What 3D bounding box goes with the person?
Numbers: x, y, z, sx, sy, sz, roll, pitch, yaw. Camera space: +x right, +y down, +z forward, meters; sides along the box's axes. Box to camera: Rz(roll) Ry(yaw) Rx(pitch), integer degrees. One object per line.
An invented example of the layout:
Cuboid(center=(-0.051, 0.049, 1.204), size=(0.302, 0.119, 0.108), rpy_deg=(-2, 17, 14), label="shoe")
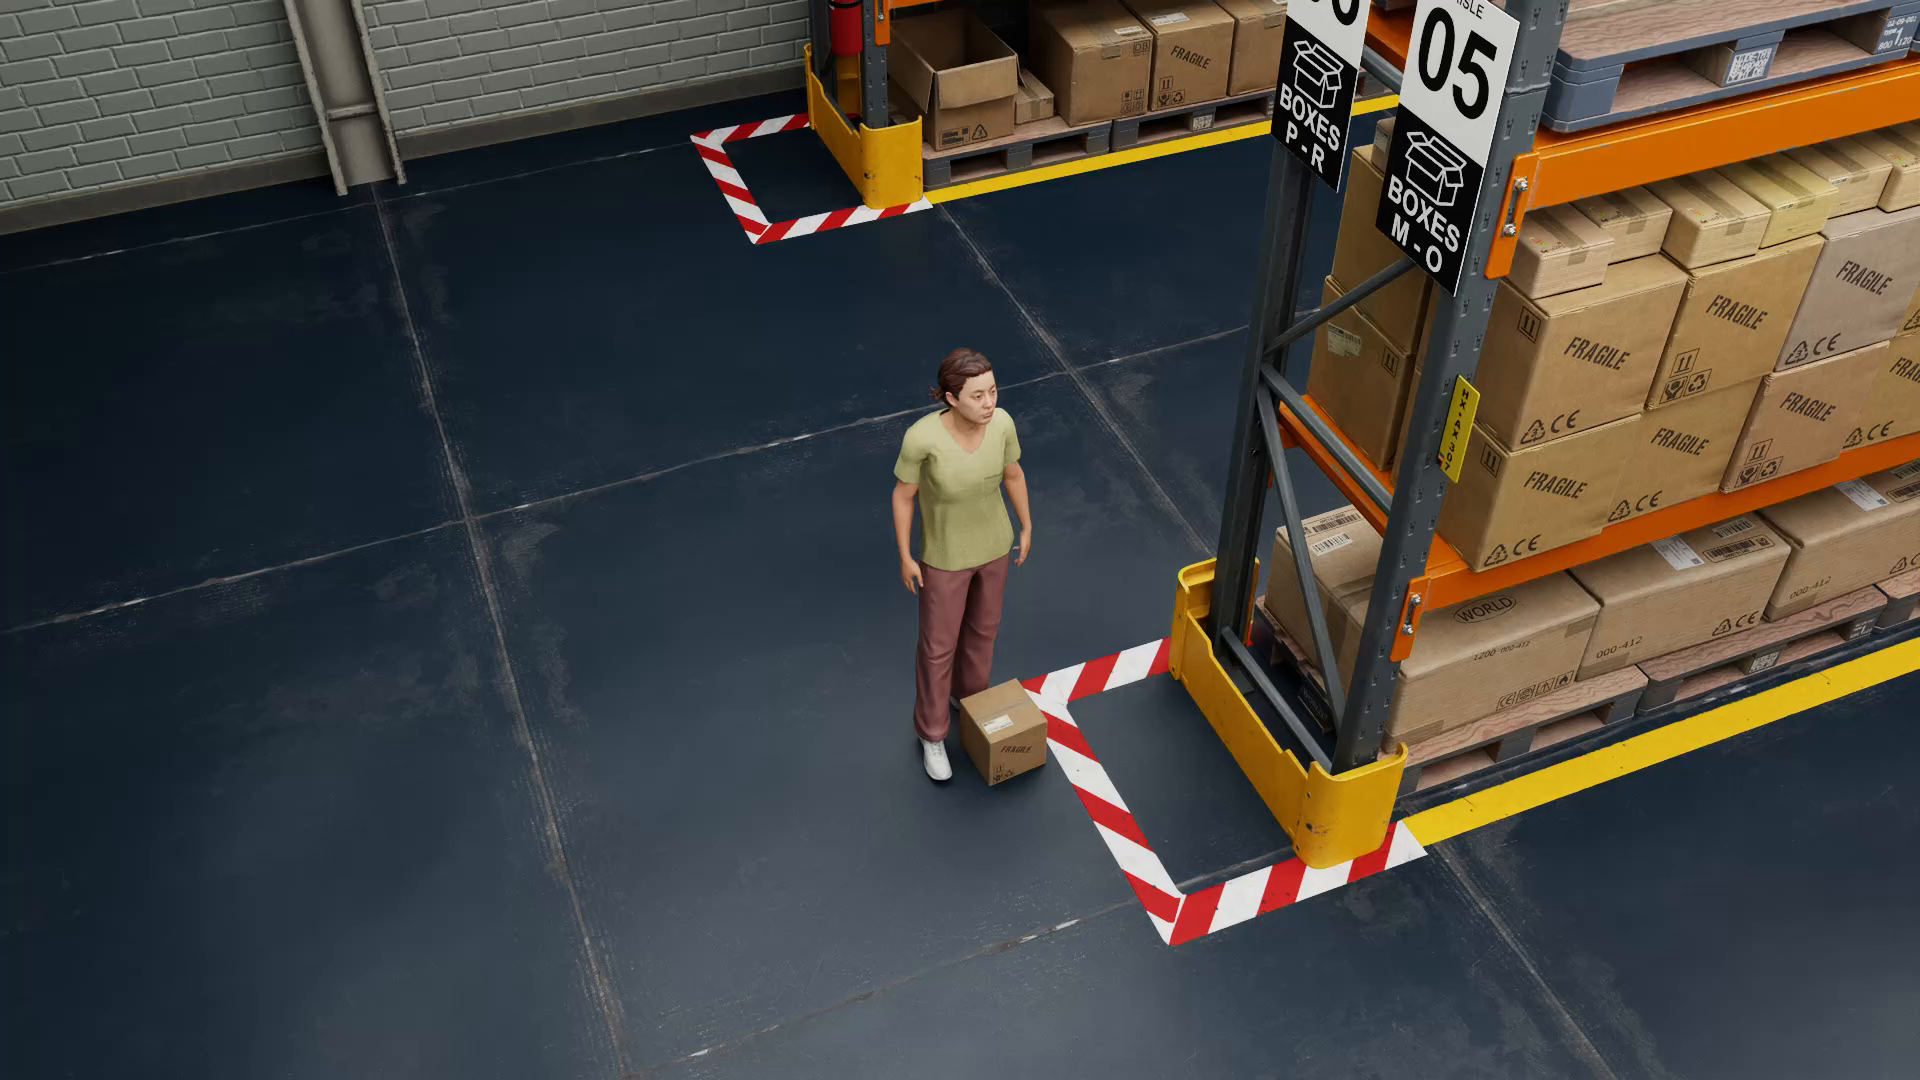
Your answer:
Cuboid(center=(0.040, 0.082, 6.055), size=(0.553, 1.675, 0.549), rpy_deg=(-17, 45, -18), label="person")
